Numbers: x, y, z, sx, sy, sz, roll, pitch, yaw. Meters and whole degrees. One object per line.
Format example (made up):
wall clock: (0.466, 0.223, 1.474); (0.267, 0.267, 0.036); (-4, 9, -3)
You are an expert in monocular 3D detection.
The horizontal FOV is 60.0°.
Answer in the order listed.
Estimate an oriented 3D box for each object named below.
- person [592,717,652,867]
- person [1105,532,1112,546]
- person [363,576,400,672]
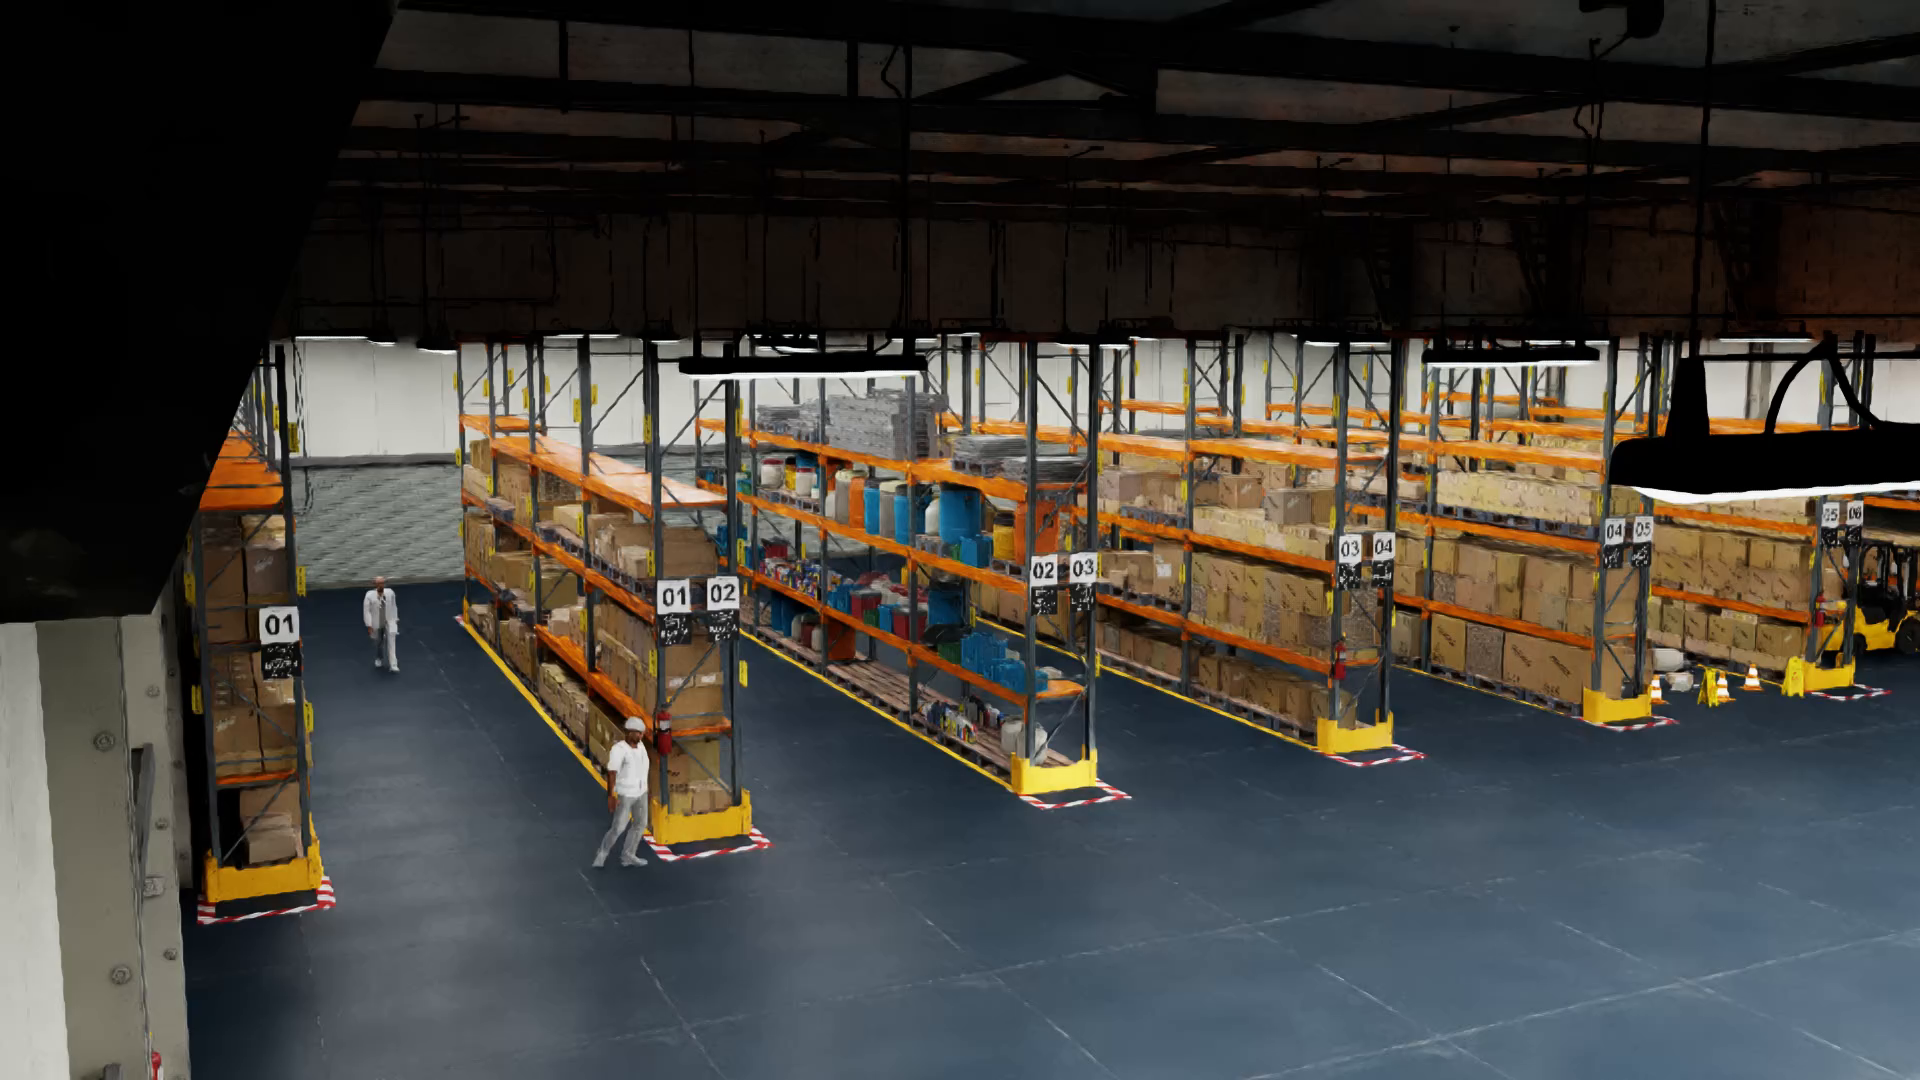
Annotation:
person: (-3.886, 2.905, 19.128); (0.510, 1.744, 0.745); (4, 9, 30)
person: (4.132, -0.722, 45.863); (0.588, 1.767, 0.556); (2, 8, 13)
person: (-10.324, 1.471, 29.686); (0.599, 1.696, 1.176); (-3, 8, -23)
